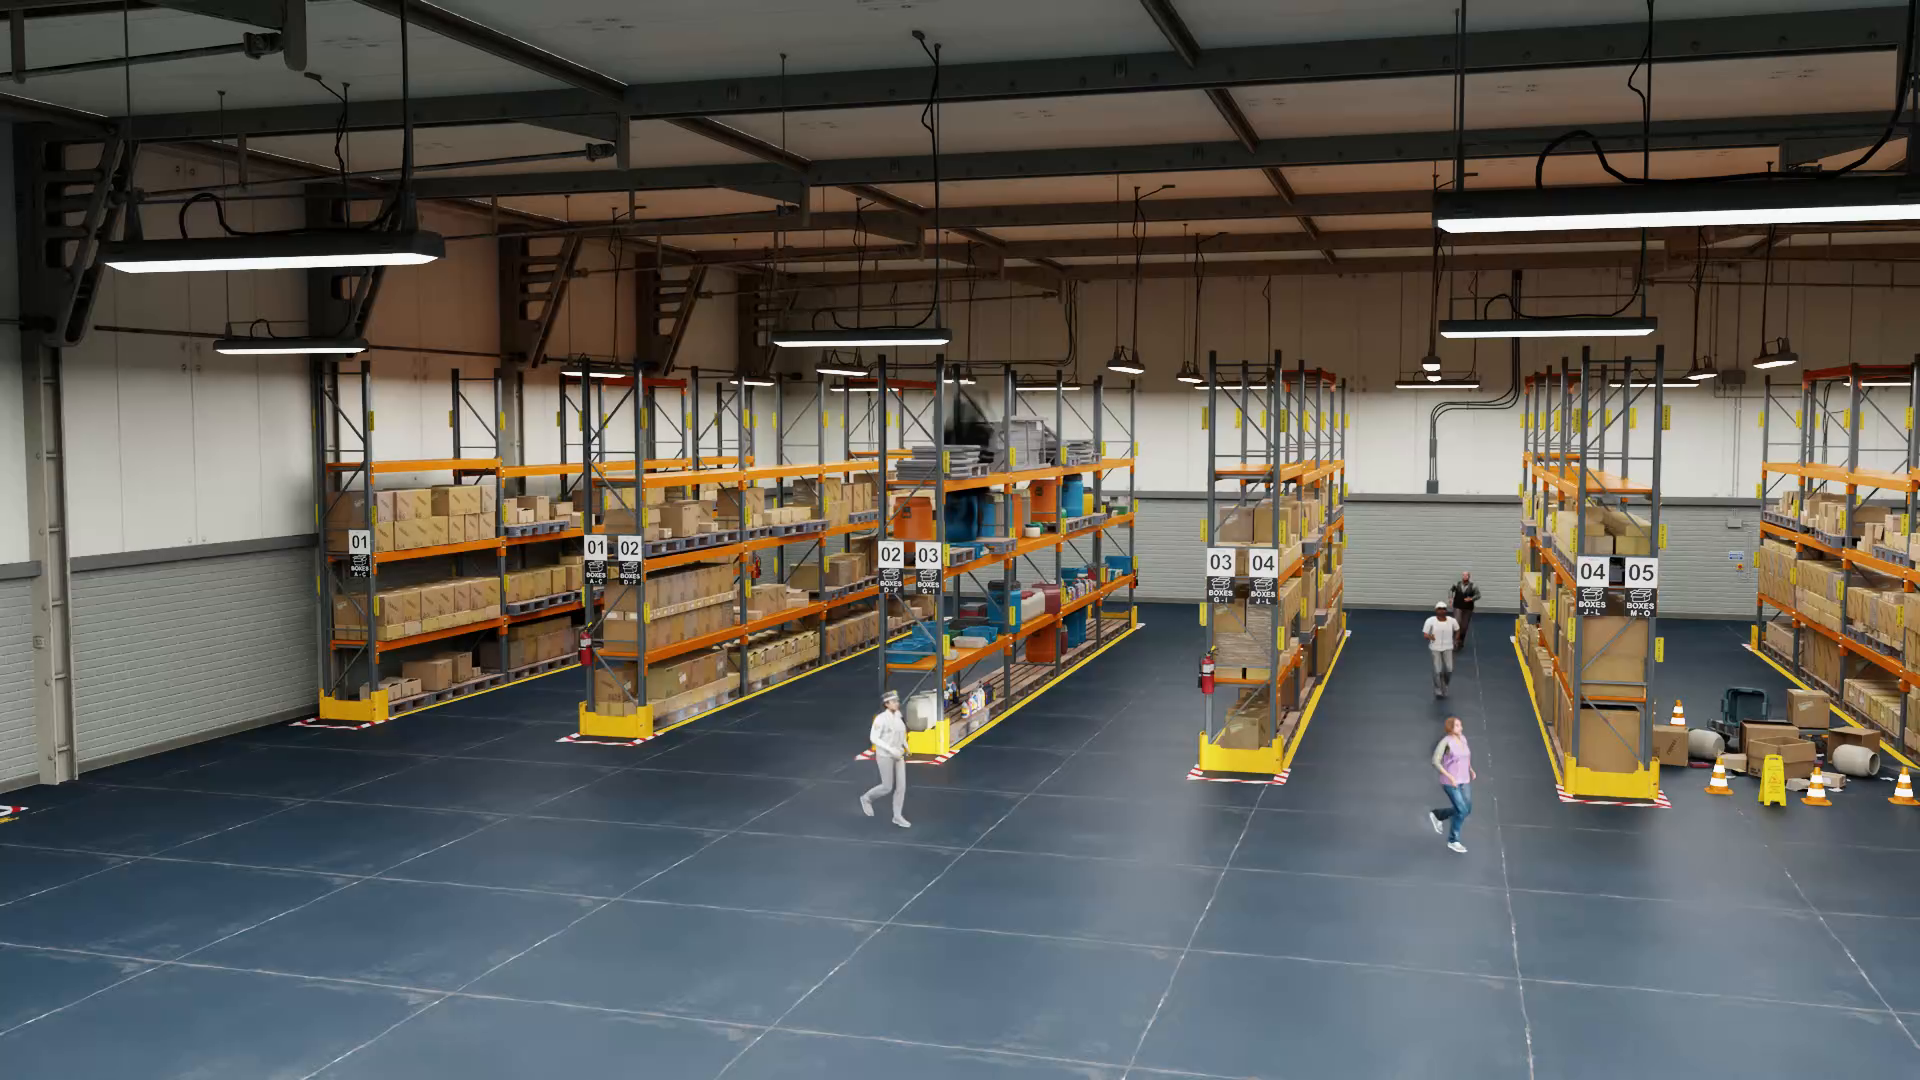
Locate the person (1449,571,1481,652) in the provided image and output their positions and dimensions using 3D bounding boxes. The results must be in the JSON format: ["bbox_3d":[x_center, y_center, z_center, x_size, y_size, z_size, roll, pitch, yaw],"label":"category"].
[{"bbox_3d":[11.030,1.556,36.345,0.679,1.777,0.670,1,4,17],"label":"person"}]

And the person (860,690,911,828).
[{"bbox_3d":[-0.894,2.693,20.700,0.738,1.697,0.643,3,5,39],"label":"person"}]

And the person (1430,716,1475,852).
[{"bbox_3d":[5.747,2.840,19.513,0.540,1.573,0.557,-3,5,-33],"label":"person"}]

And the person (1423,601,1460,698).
[{"bbox_3d":[8.693,1.987,29.976,0.680,1.750,0.626,1,4,10],"label":"person"}]
